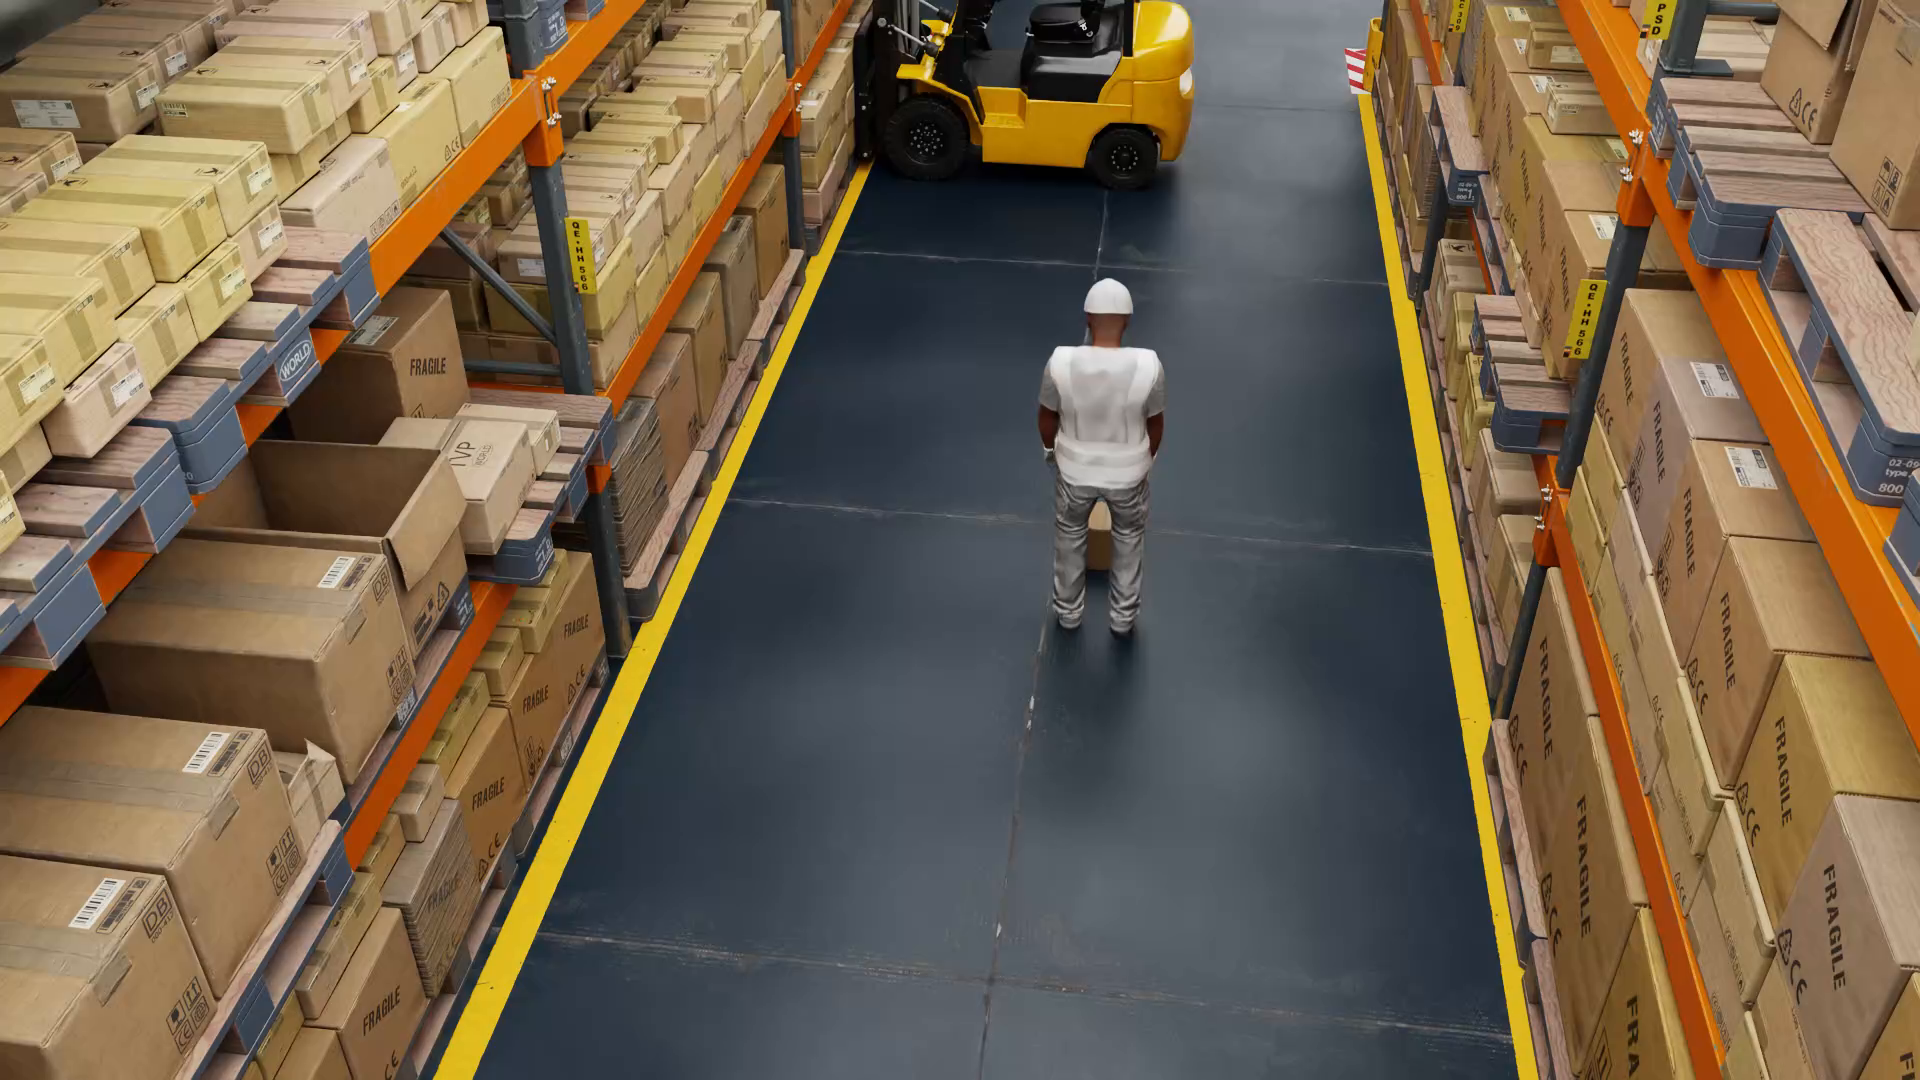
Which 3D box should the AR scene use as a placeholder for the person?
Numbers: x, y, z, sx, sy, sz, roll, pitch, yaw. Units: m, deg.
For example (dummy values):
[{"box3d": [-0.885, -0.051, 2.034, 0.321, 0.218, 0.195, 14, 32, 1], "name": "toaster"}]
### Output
[{"box3d": [0.629, -0.351, 7.538, 0.563, 1.755, 0.414, 5, 36, 7], "name": "person"}]
